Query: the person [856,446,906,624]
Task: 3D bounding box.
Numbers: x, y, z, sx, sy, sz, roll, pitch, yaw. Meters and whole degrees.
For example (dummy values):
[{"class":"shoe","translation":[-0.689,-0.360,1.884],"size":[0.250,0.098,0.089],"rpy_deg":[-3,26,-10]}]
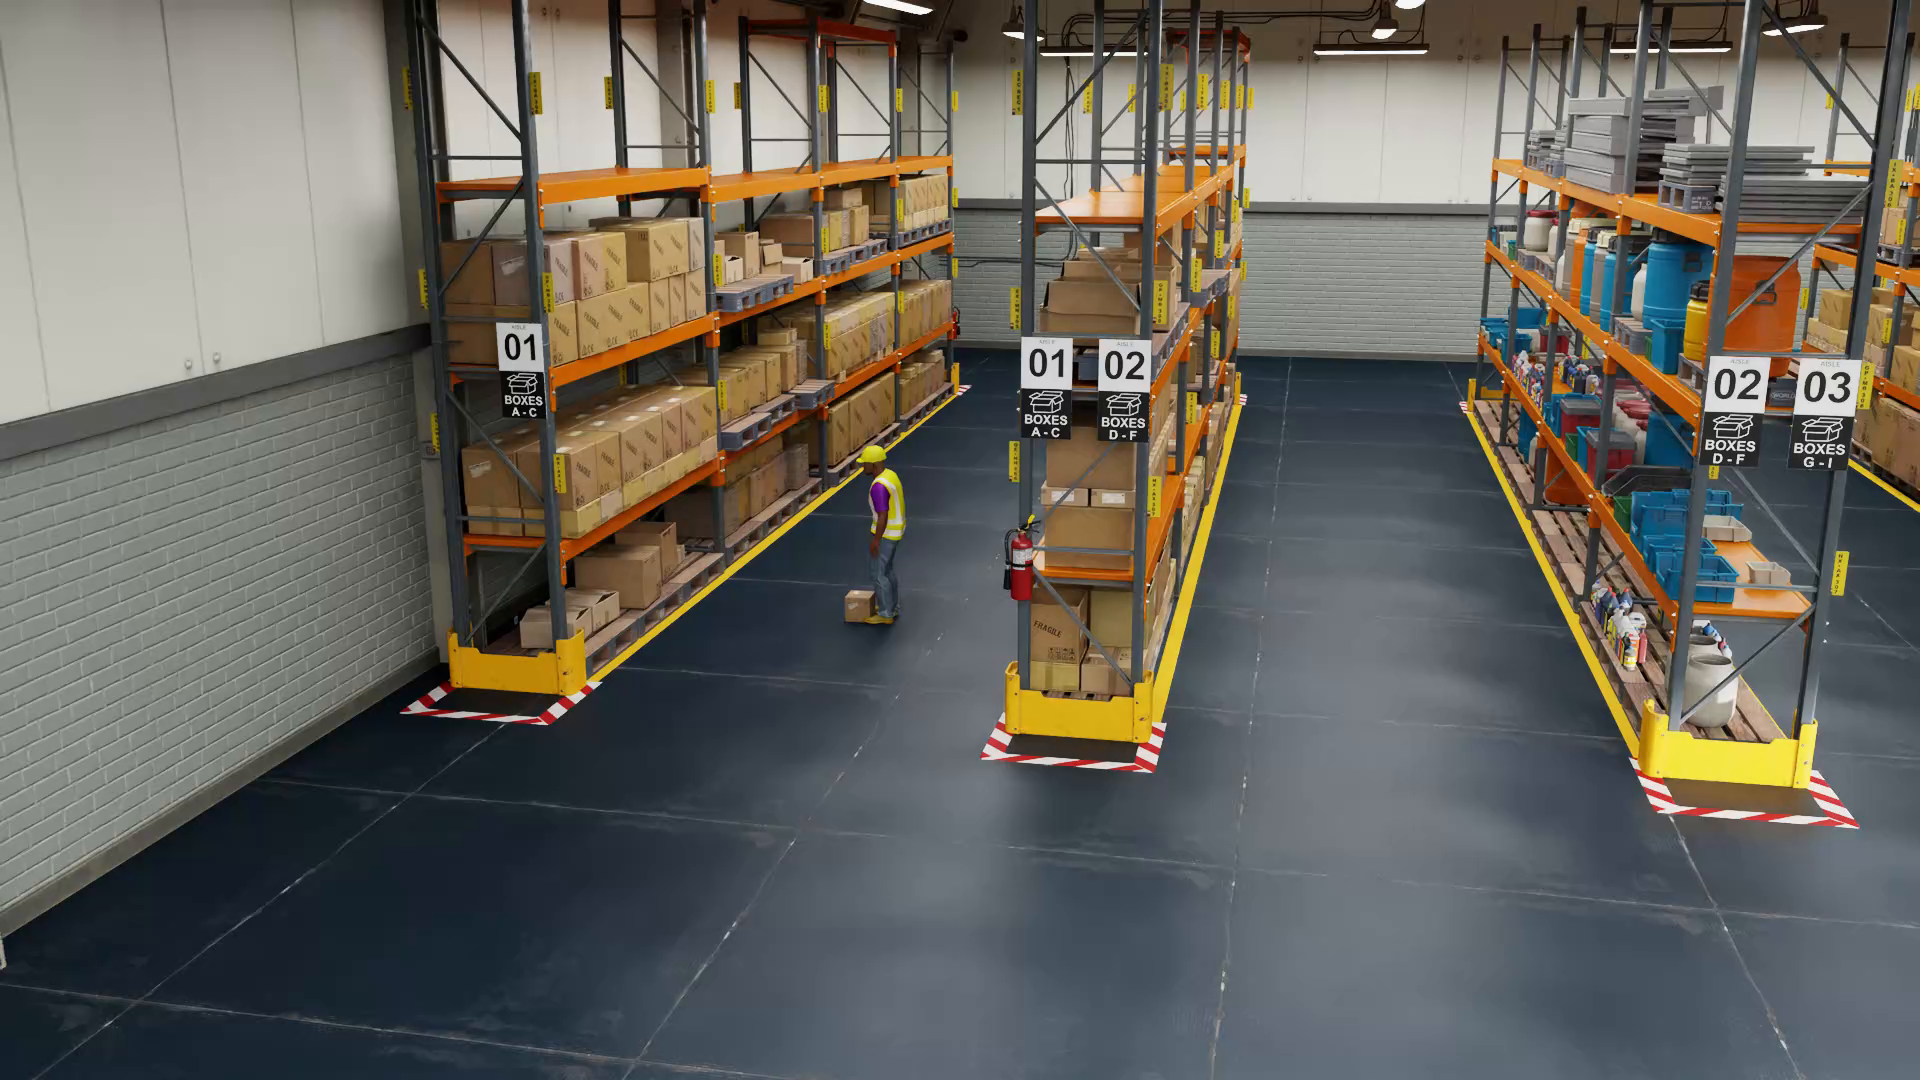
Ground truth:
[{"class":"person","translation":[-0.766,-0.061,16.212],"size":[0.462,1.759,0.633],"rpy_deg":[2,15,8]}]
